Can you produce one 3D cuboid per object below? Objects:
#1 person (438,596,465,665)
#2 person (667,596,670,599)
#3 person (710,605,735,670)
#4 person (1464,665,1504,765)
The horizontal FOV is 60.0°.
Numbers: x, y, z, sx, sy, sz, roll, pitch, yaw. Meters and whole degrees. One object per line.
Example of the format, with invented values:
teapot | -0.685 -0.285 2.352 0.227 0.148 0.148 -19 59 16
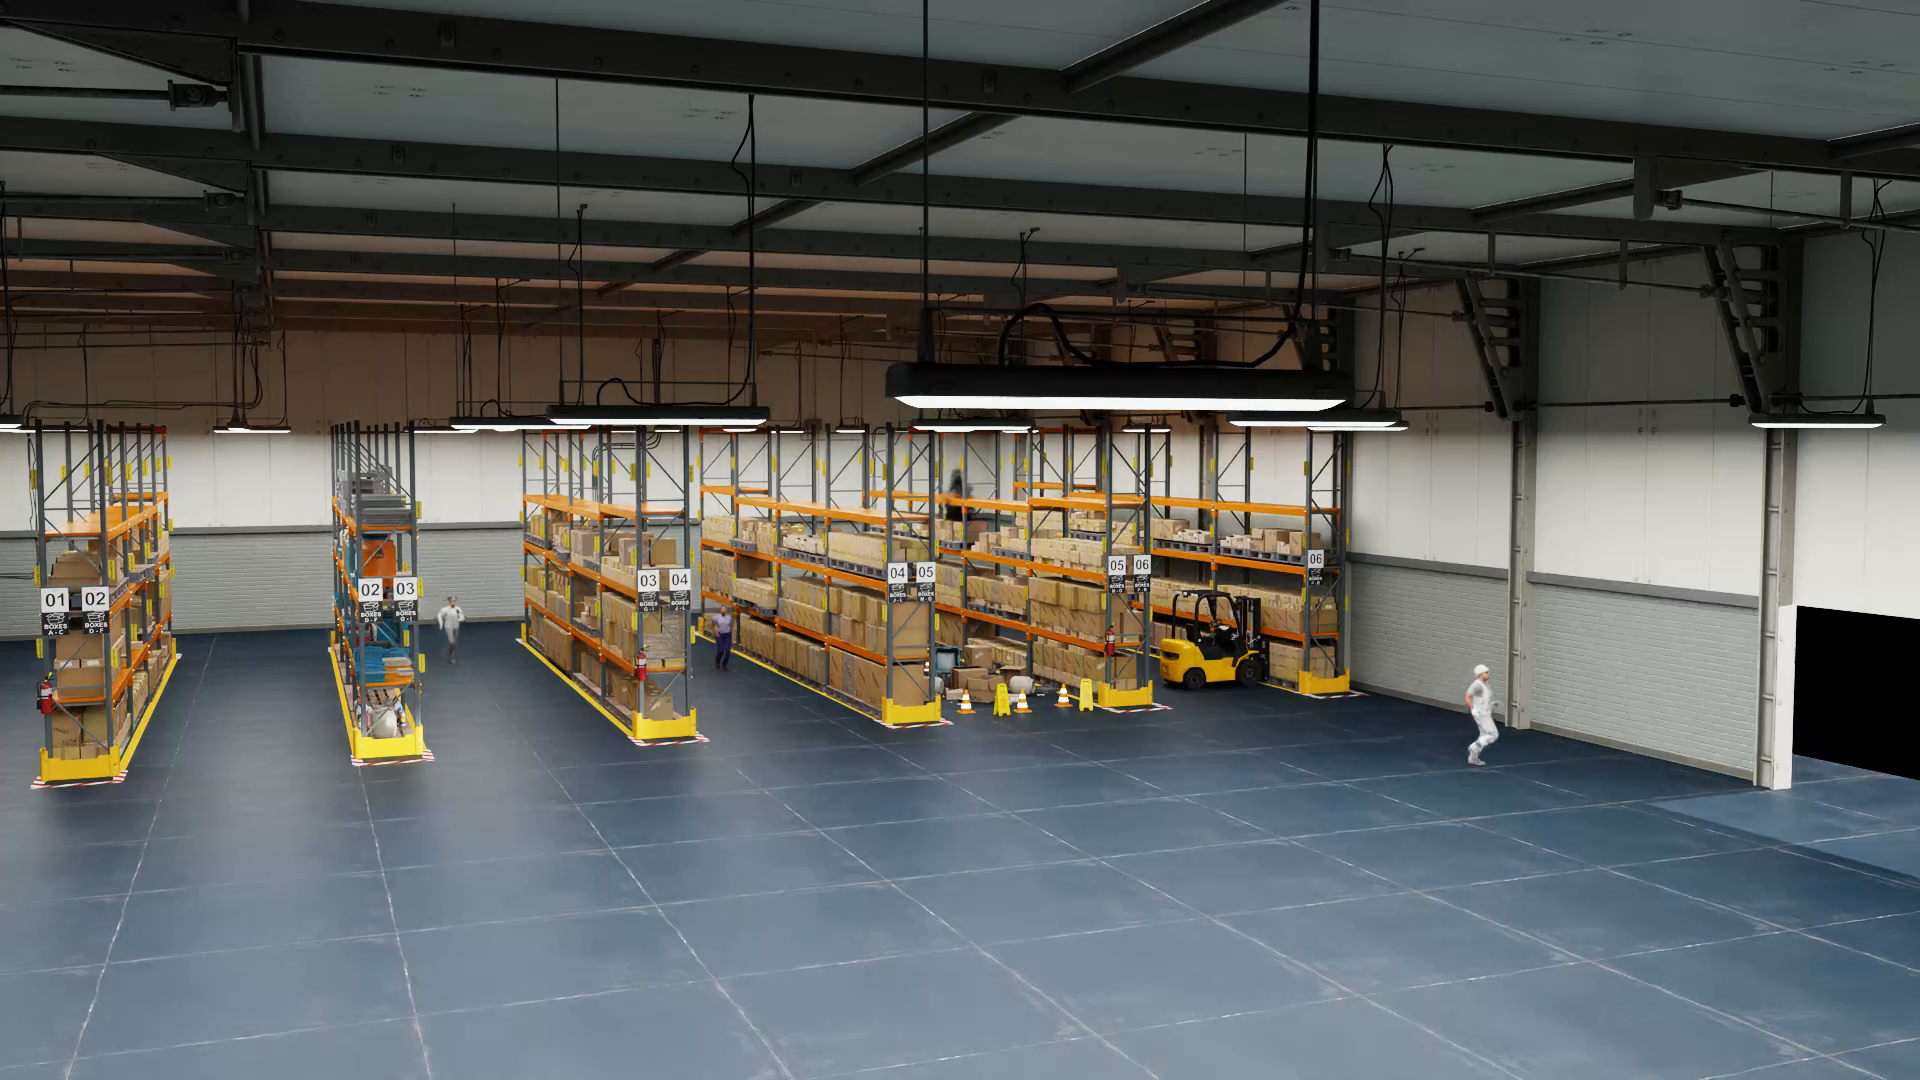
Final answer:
person | -12.788 2.269 41.900 0.572 1.733 0.811 -3 4 -36
person | -8.604 1.950 47.310 0.644 1.684 0.699 1 4 13
person | -5.750 2.391 40.544 0.597 1.588 0.550 -2 4 -26
person | 9.108 3.040 28.827 0.598 1.744 0.646 2 4 30
